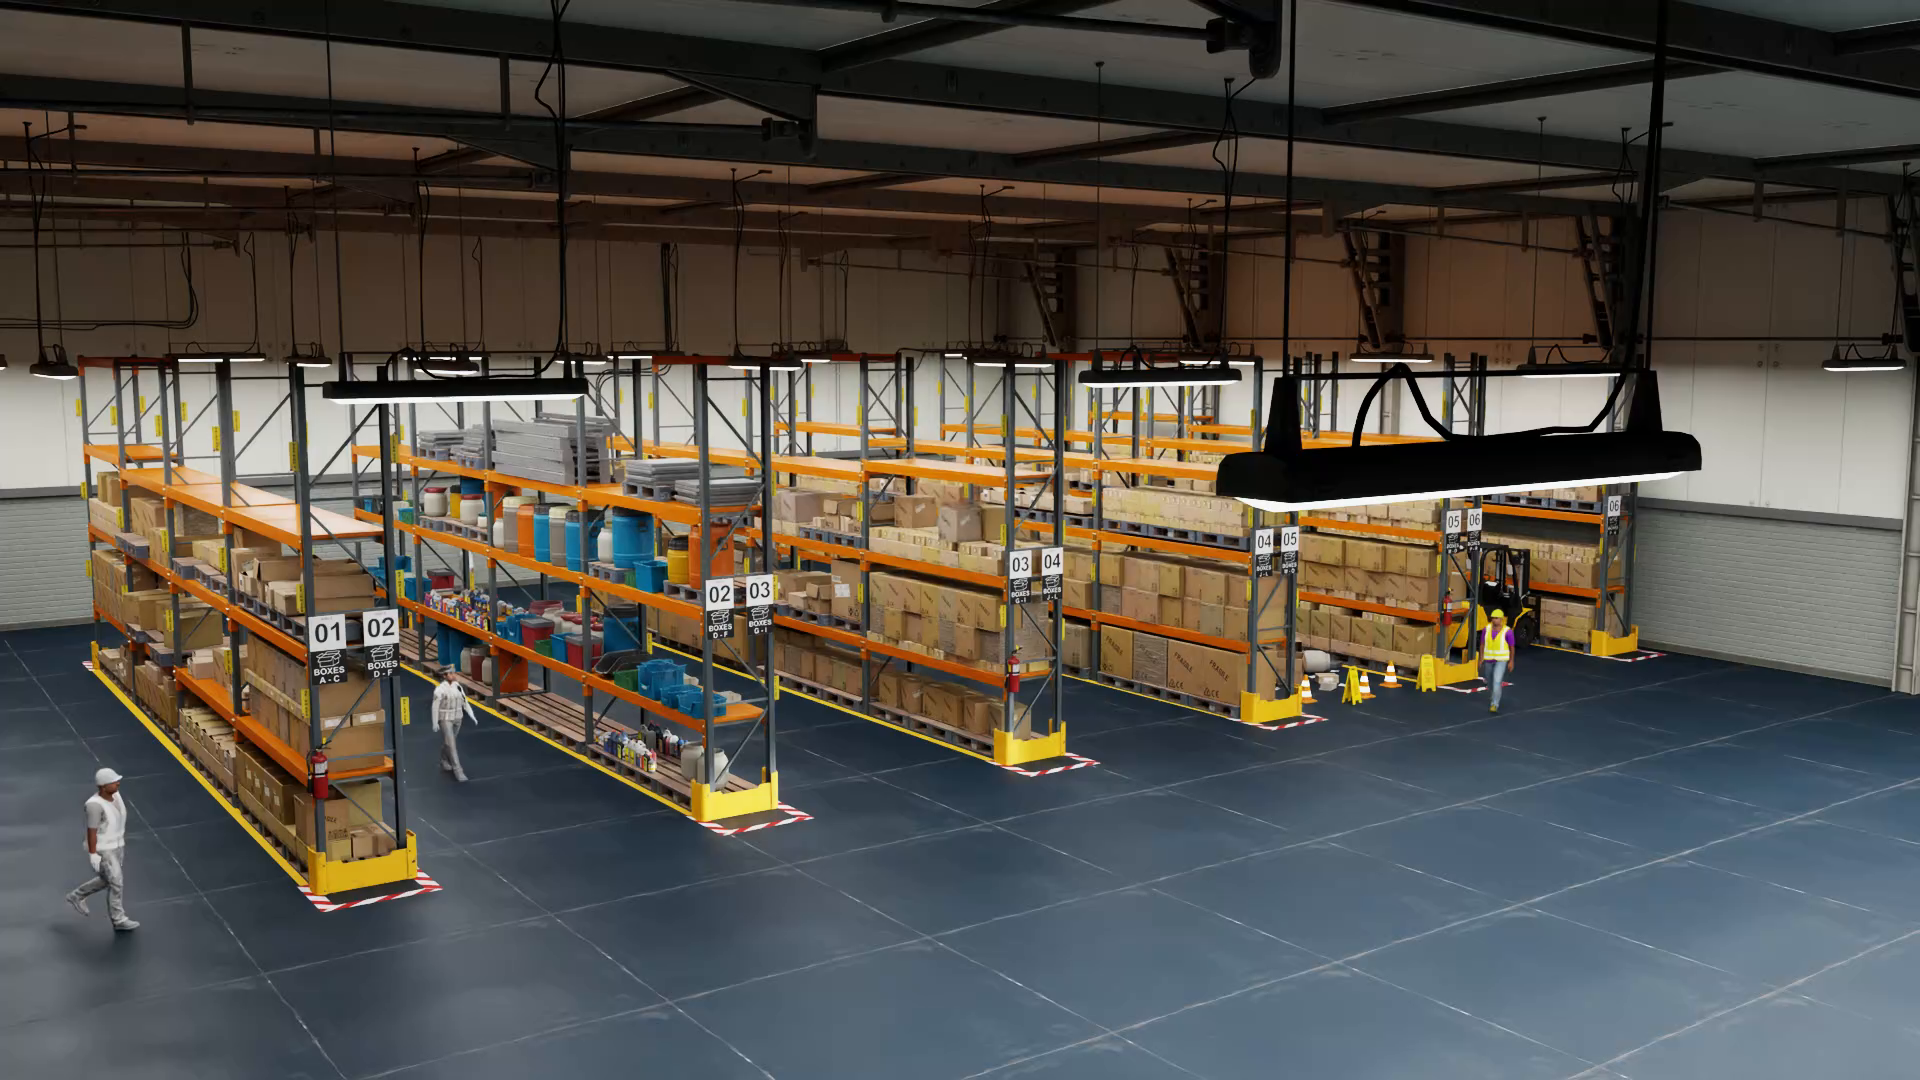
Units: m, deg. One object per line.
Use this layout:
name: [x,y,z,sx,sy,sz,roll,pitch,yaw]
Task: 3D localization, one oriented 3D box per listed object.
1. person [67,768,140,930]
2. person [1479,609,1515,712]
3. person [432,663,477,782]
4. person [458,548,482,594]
person: [-9.239,3.299,17.866,0.916,1.754,0.560,1,7,6]
person: [9.165,2.035,28.377,0.573,1.728,1.019,4,8,31]
person: [-7.308,2.583,24.011,1.007,1.624,0.556,6,9,42]
person: [-11.782,0.720,39.844,0.450,1.580,0.743,7,10,44]
